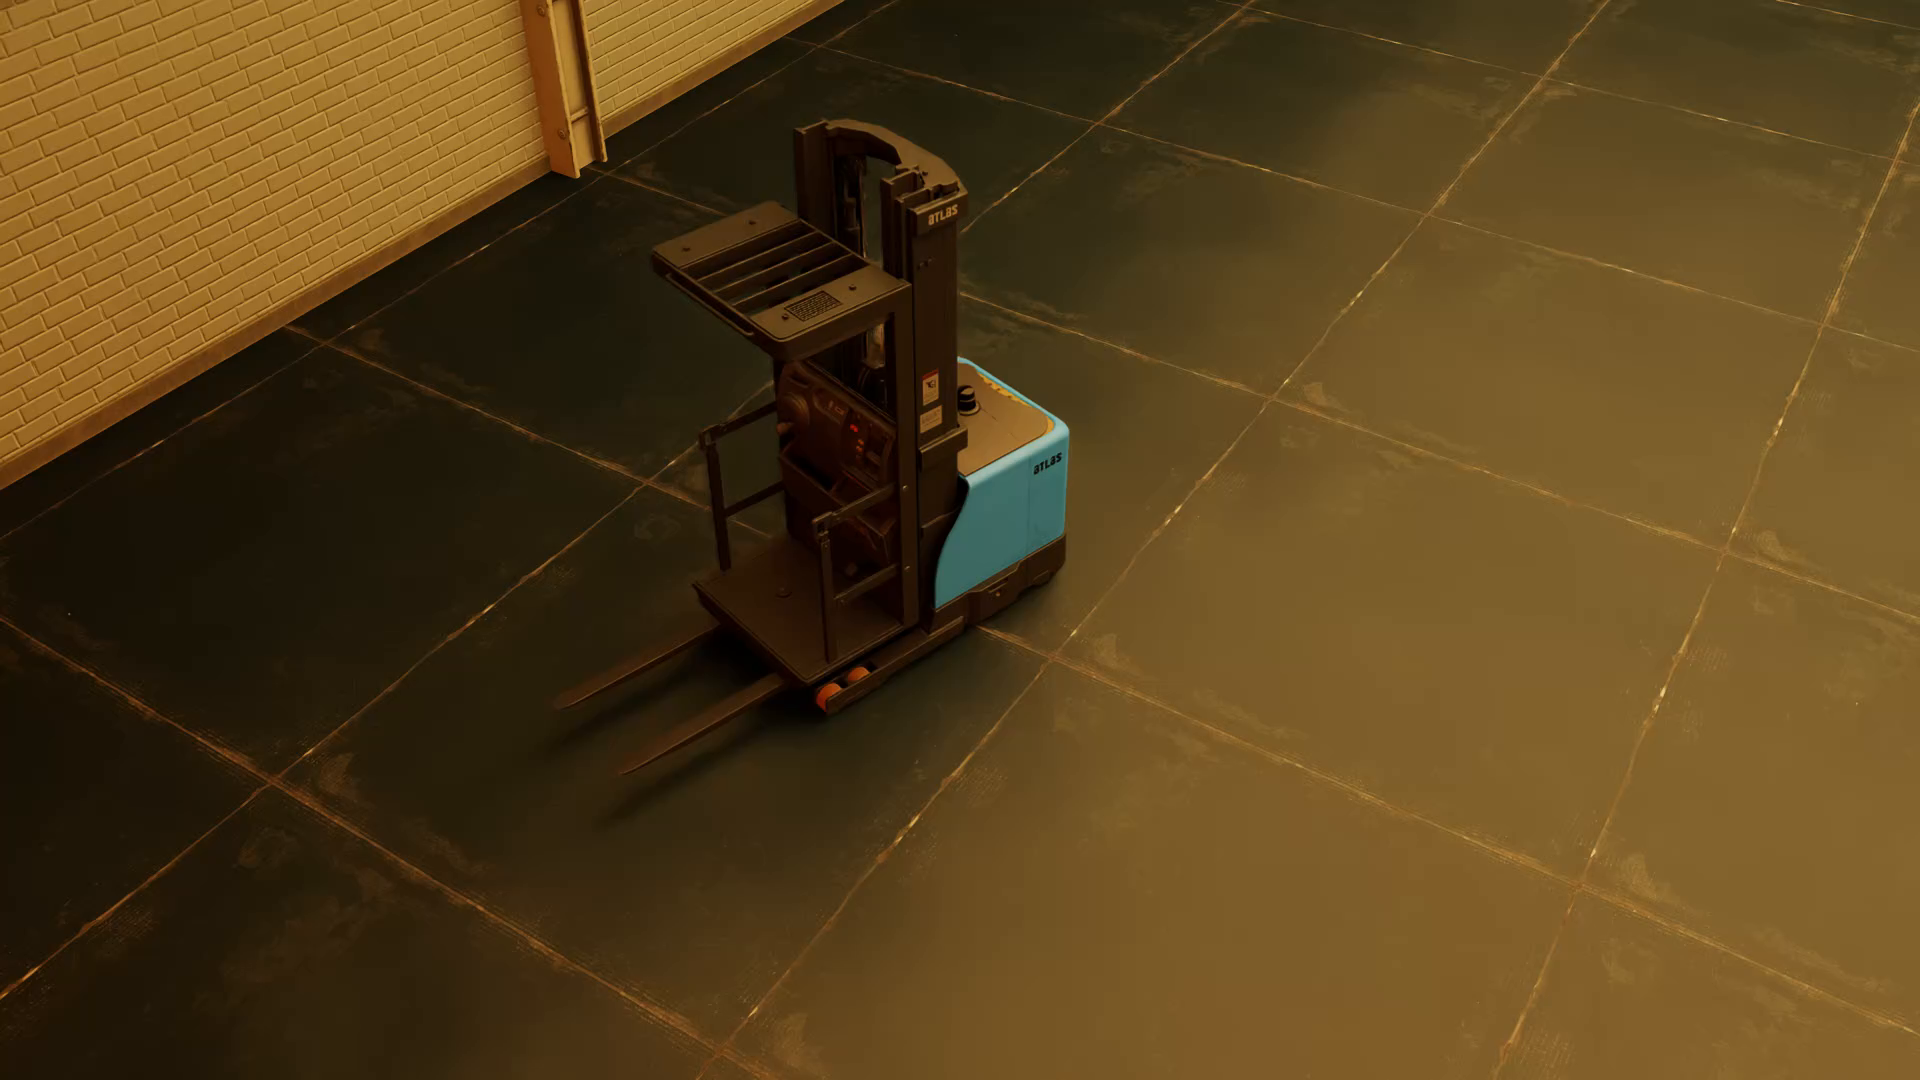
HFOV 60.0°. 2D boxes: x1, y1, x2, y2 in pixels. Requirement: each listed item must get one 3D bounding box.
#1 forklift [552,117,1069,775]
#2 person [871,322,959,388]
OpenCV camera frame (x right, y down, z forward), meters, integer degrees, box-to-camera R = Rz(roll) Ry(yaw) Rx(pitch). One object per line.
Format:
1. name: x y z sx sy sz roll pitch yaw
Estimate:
1. forklift: -0.813 -0.553 8.620 3.031 2.935 1.130 -29 48 -30
2. person: -0.153 -0.991 10.384 0.873 1.434 0.824 2 40 3
